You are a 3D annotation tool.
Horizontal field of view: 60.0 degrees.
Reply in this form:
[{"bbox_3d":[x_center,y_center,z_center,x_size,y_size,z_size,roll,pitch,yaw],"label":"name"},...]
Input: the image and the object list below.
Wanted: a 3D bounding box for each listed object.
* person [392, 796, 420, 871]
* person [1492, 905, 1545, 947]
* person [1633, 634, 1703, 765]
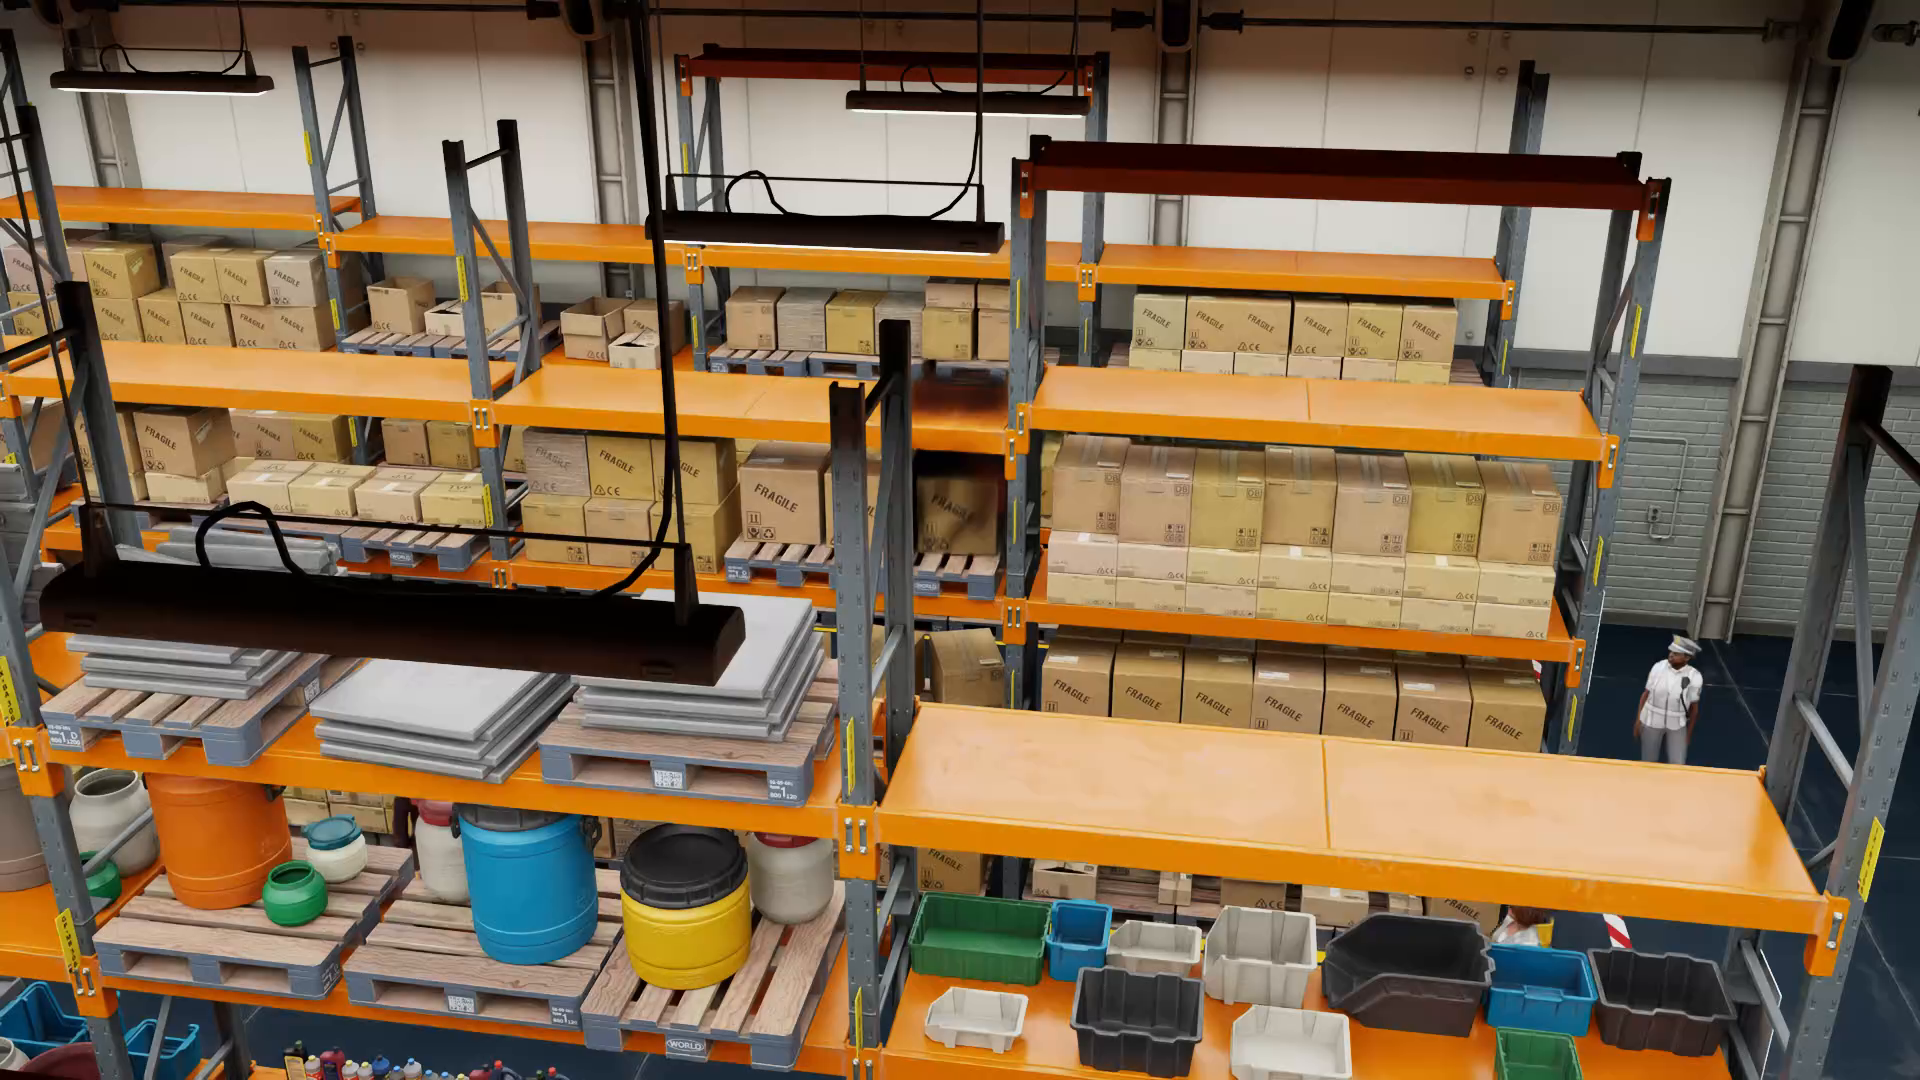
[{"bbox_3d":[-3.947,2.389,12.610,0.676,1.724,0.402,-2,23,-5],"label":"person"},{"bbox_3d":[3.764,3.022,11.246,0.818,1.542,0.498,-3,23,-7],"label":"person"},{"bbox_3d":[6.084,1.621,14.367,0.491,1.701,0.465,6,24,13],"label":"person"}]
